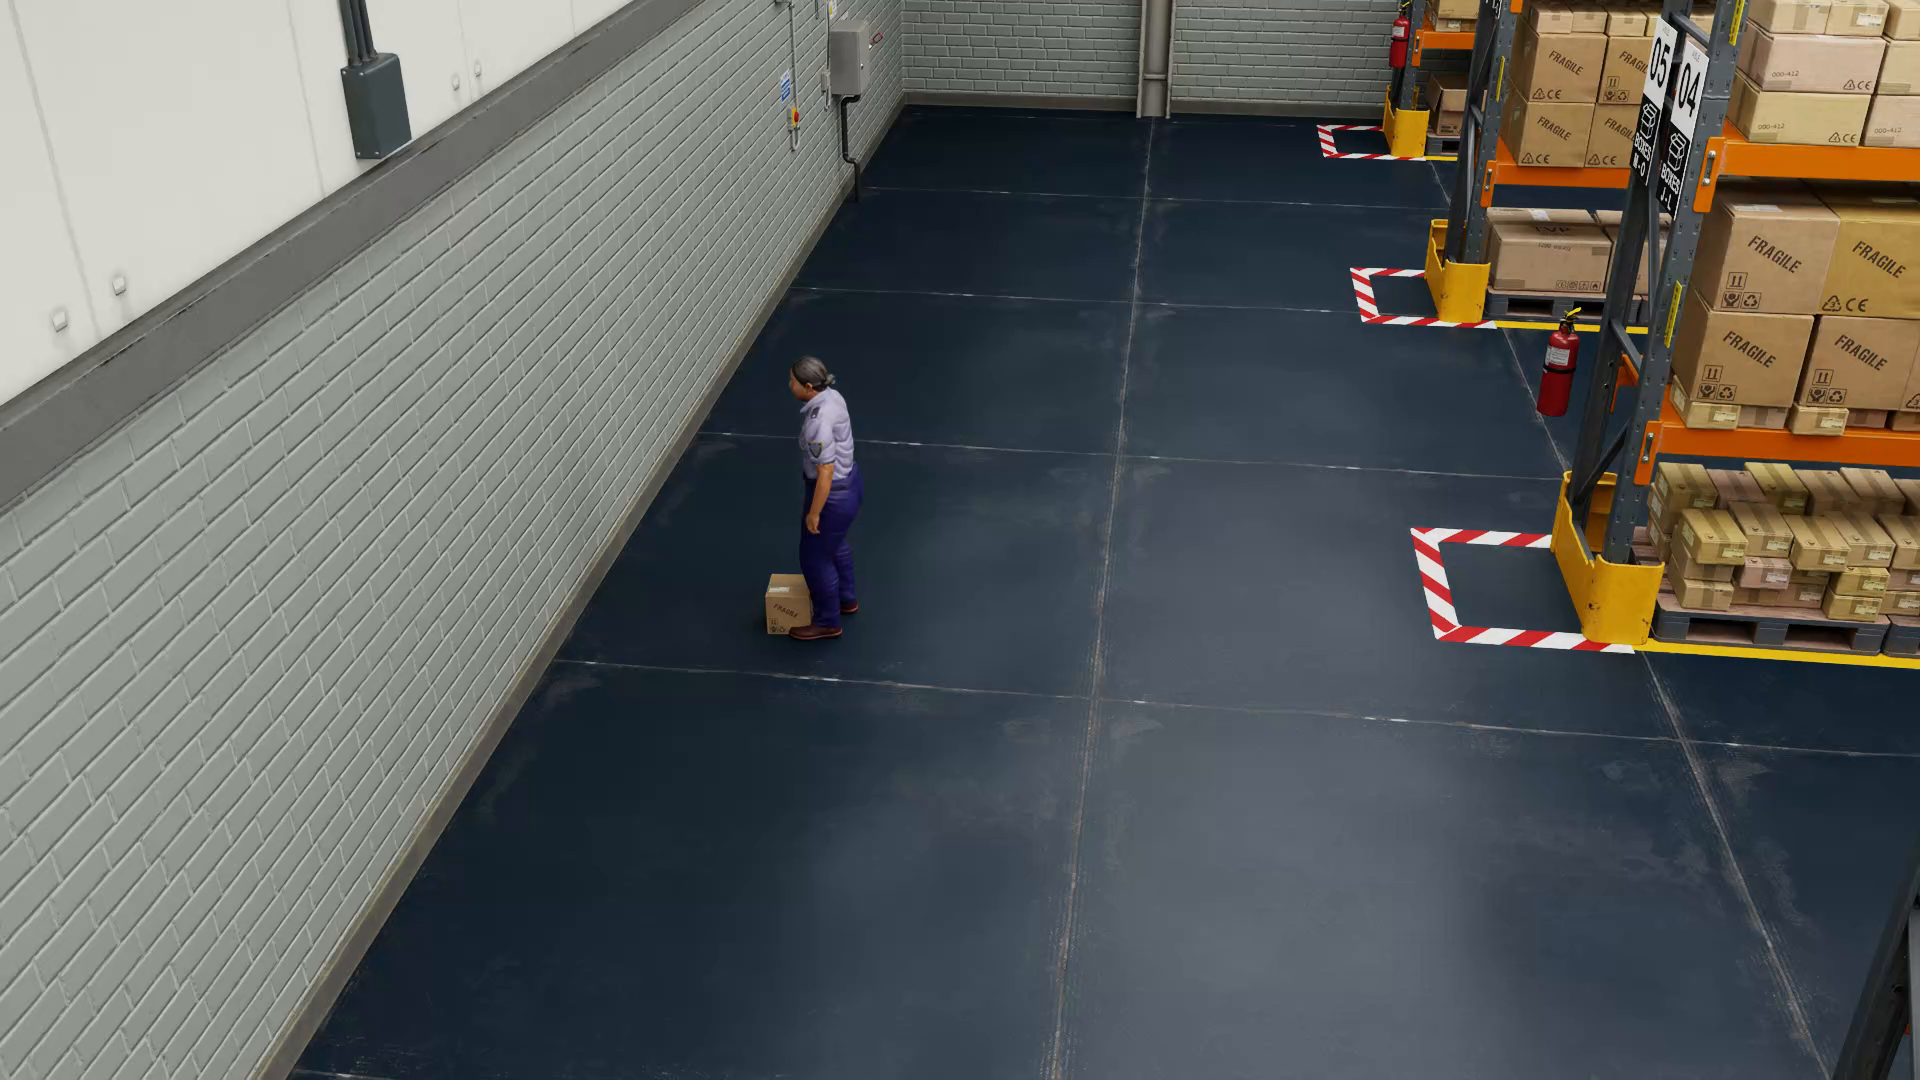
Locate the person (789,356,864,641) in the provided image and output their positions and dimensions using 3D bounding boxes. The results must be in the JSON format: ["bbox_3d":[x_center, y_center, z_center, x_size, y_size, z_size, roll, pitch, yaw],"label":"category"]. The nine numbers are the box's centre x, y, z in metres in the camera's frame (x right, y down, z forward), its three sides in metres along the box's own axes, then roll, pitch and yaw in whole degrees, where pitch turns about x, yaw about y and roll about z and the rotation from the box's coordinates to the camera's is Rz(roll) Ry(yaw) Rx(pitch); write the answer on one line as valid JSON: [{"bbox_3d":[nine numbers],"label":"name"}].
[{"bbox_3d":[-0.761,-0.242,9.076,0.378,1.652,0.543,3,29,6],"label":"person"}]
